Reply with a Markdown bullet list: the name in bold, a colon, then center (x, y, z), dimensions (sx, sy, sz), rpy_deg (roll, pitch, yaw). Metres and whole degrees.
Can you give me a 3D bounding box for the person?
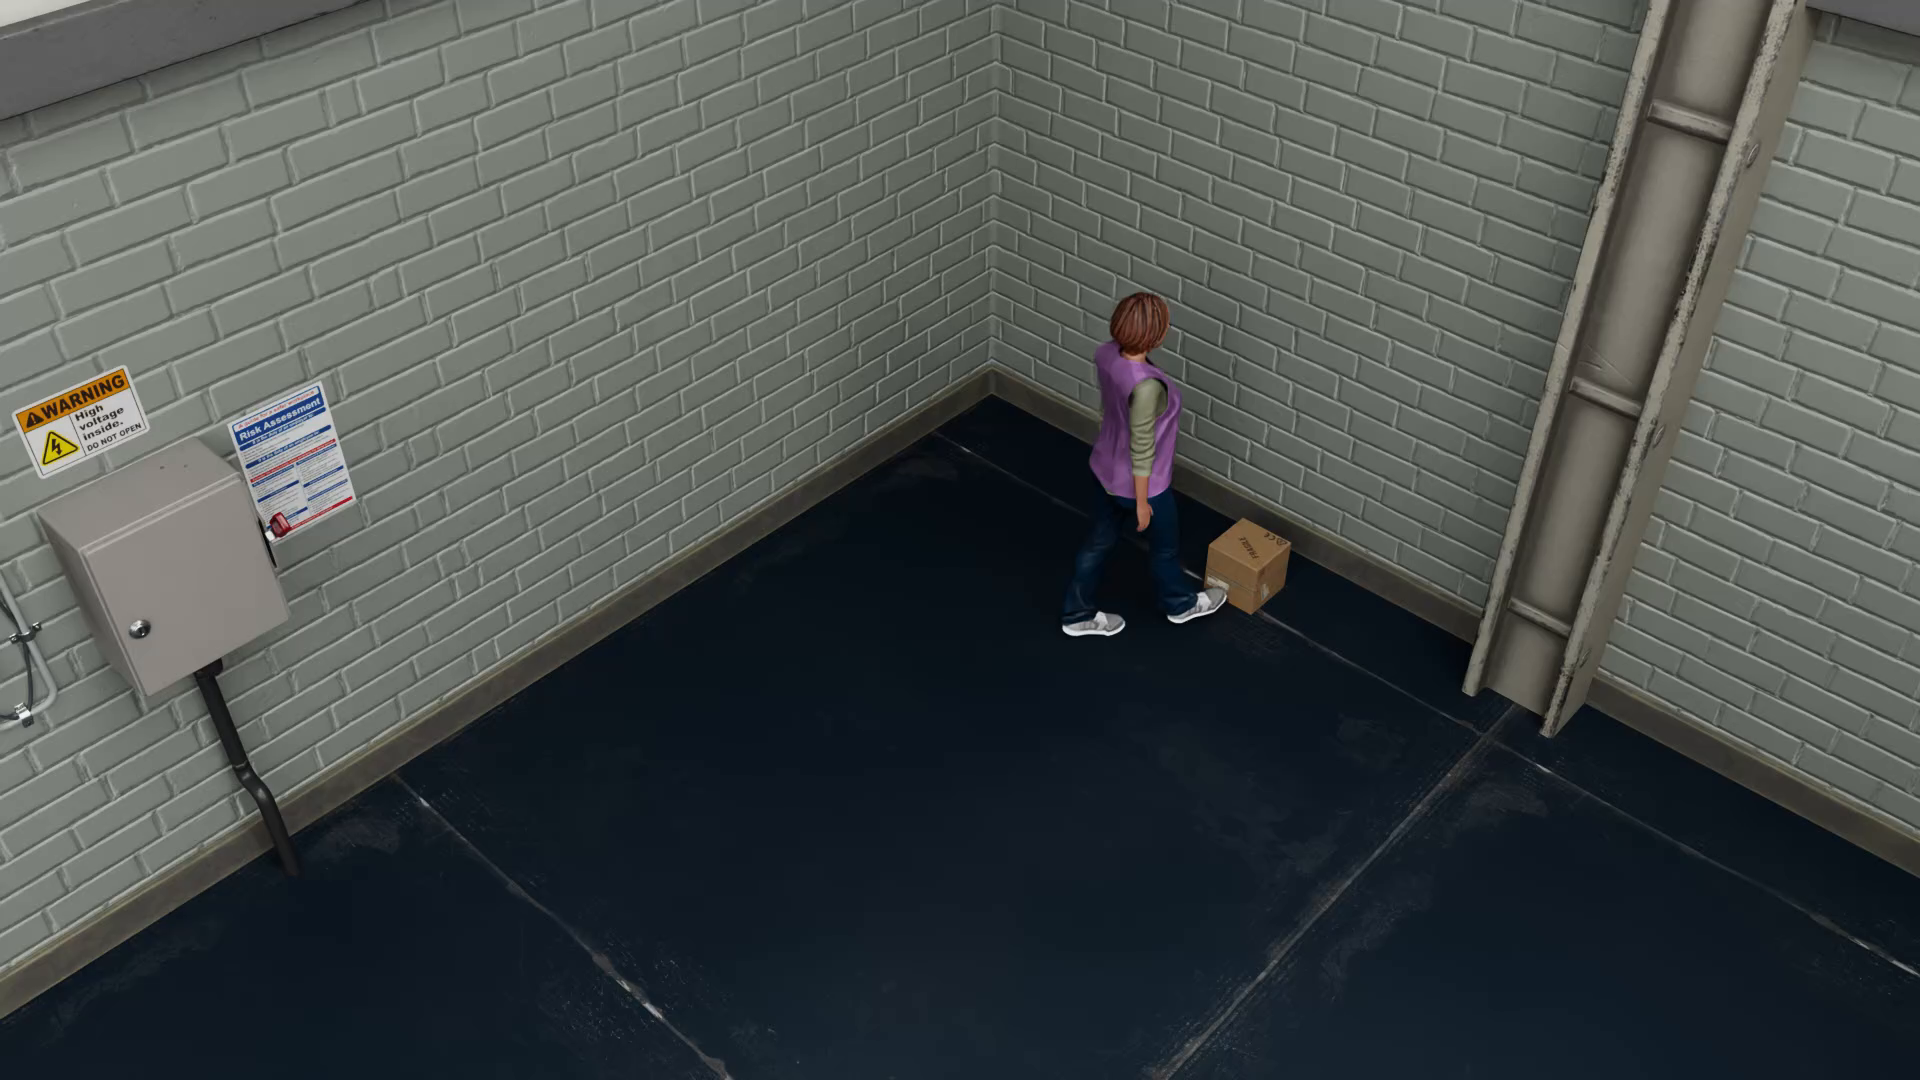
- **person**: center (0.749, -0.272, 6.497), dimensions (0.724, 1.571, 0.438), rpy_deg (-15, 42, -17)
